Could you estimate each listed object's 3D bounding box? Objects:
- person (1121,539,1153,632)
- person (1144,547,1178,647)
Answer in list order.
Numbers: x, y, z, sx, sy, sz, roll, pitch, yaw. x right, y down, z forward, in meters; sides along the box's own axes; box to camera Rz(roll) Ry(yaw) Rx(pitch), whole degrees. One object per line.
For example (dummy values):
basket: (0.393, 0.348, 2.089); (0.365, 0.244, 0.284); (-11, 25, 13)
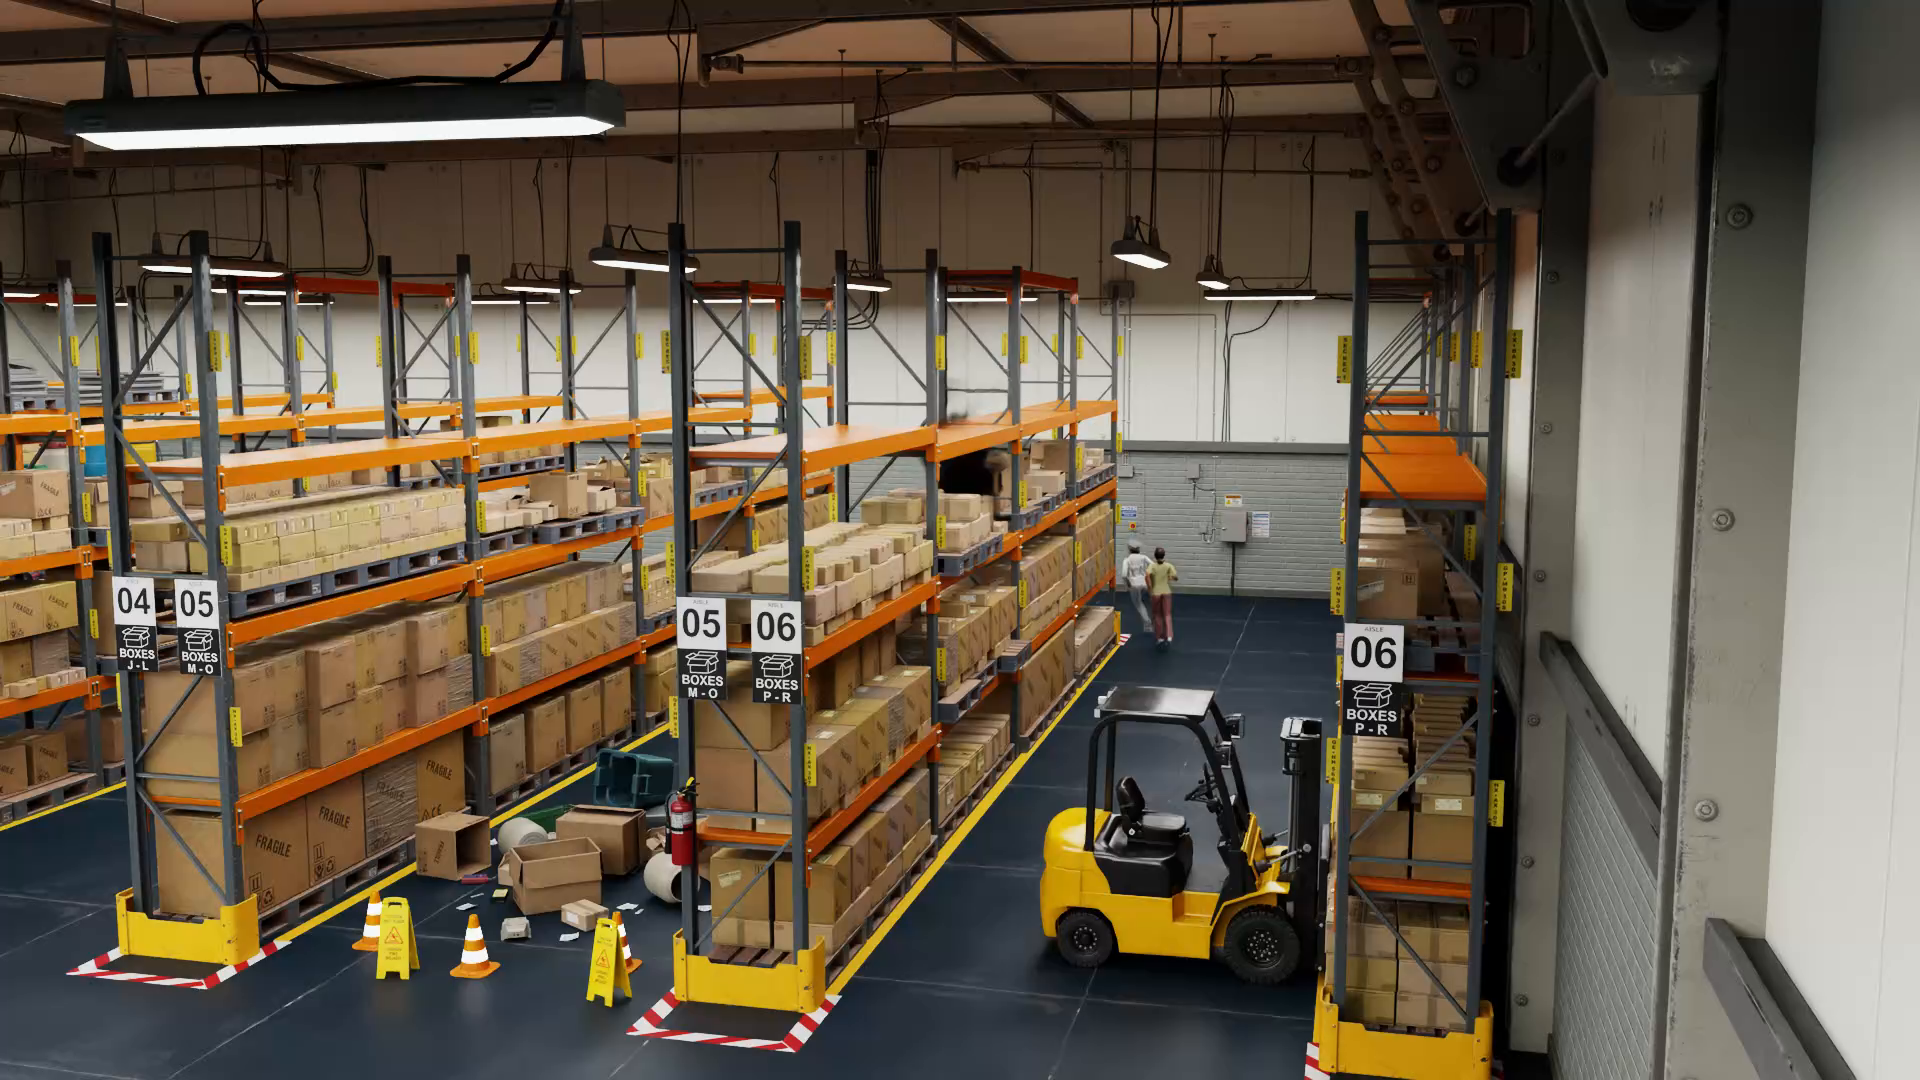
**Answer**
person: (3.072, 0.814, 29.041); (0.625, 1.669, 0.568); (-5, 8, -34)
person: (3.333, 0.959, 27.654); (0.585, 1.687, 0.846); (0, 7, -1)
